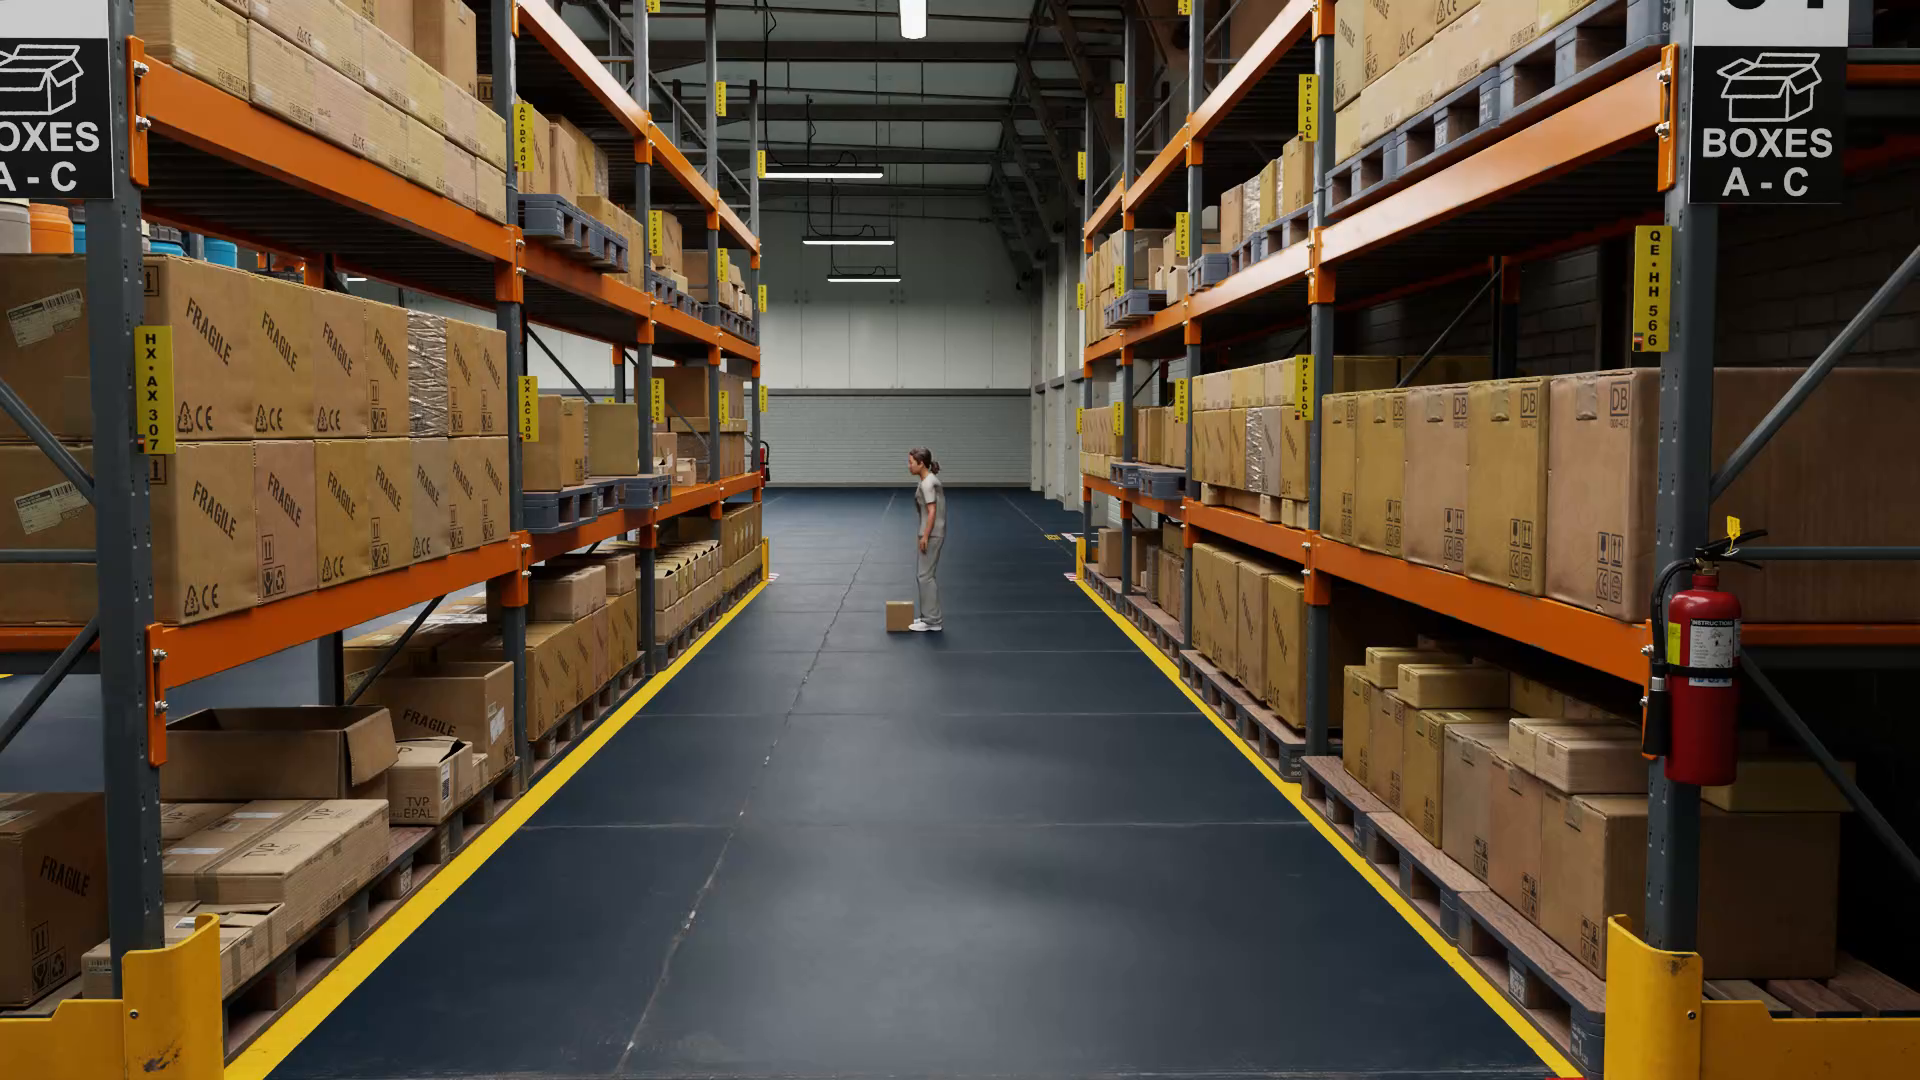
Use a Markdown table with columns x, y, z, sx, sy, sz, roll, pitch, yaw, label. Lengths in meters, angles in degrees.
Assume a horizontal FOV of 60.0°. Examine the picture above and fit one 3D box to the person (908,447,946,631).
| x | y | z | sx | sy | sz | roll | pitch | yaw | label |
| --- | --- | --- | --- | --- | --- | --- | --- | --- | --- |
| -0.301 | -0.014 | 15.167 | 0.351 | 1.672 | 0.497 | 0 | 4 | -2 | person |
